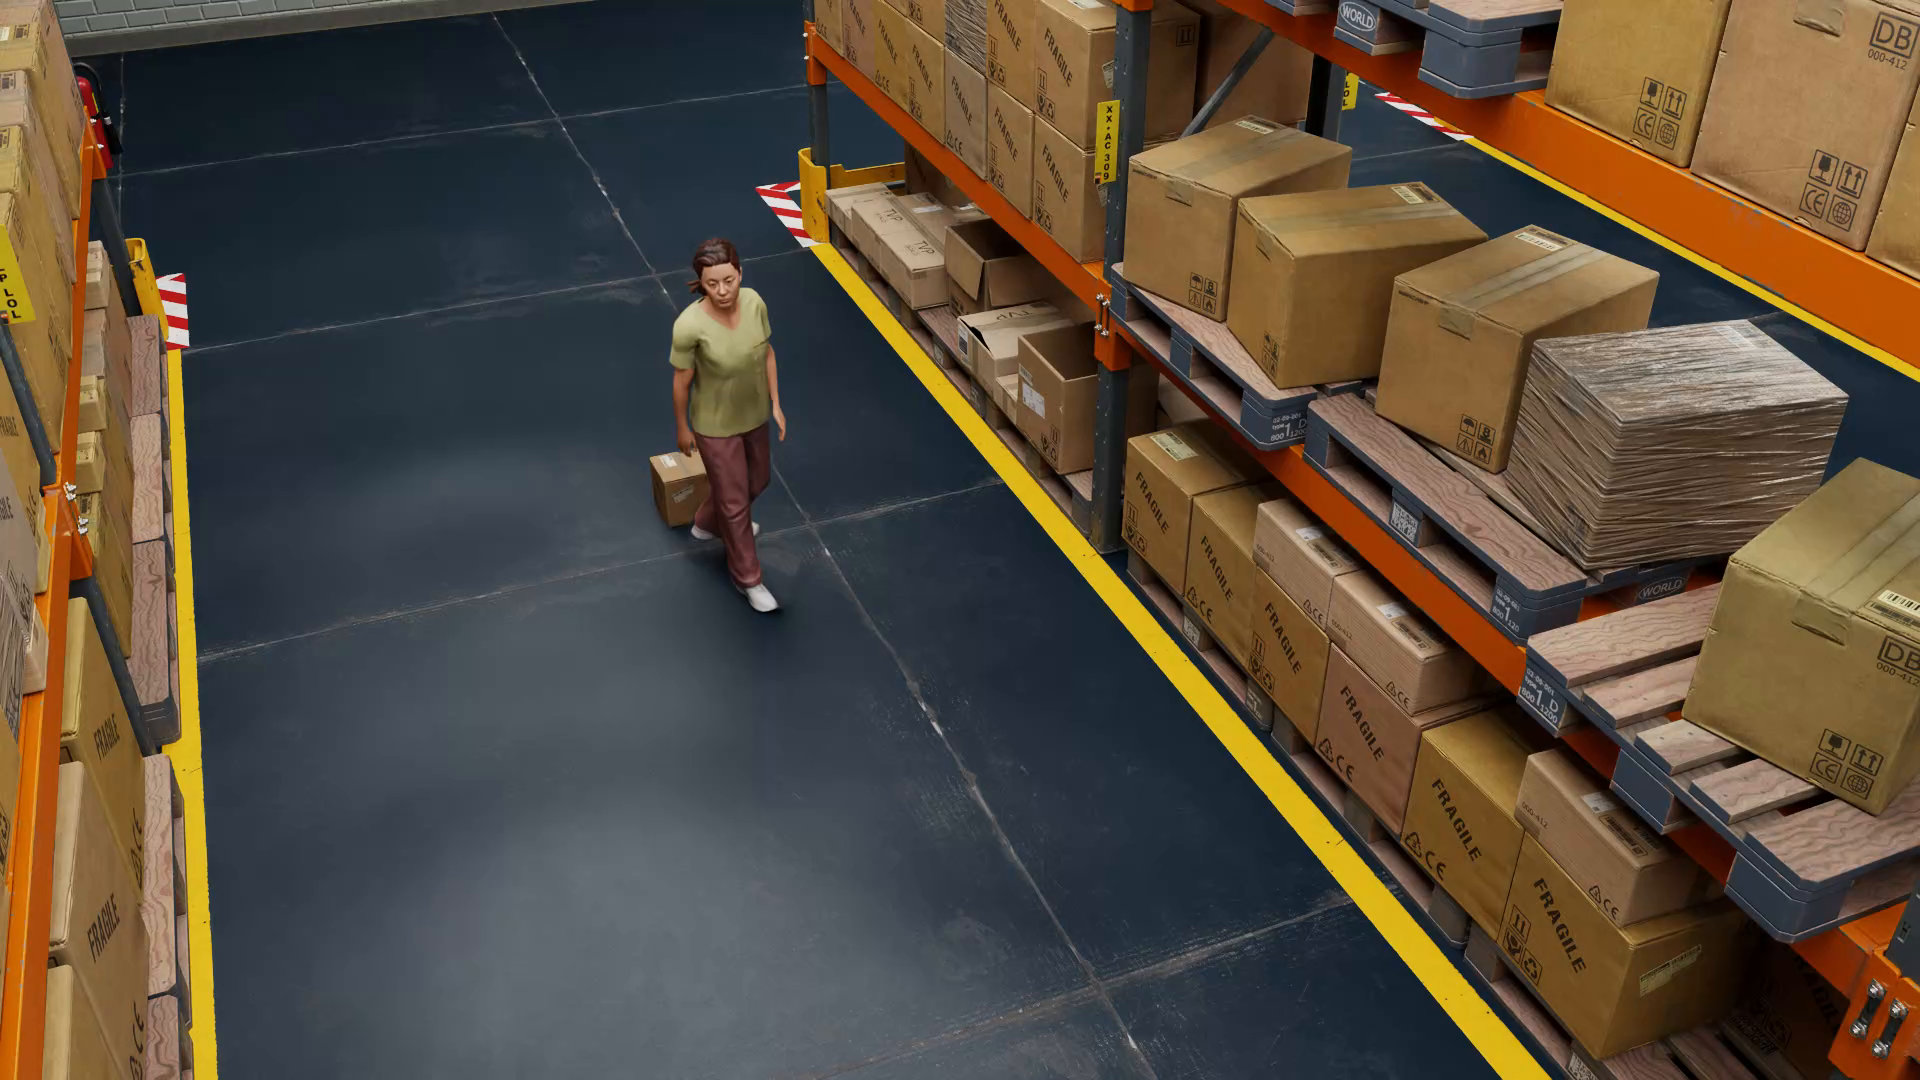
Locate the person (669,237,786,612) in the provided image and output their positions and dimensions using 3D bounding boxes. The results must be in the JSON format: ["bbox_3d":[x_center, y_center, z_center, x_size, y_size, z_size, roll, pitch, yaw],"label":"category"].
[{"bbox_3d":[-0.980,-0.520,6.925,0.495,1.666,0.647,-28,43,-36],"label":"person"}]
